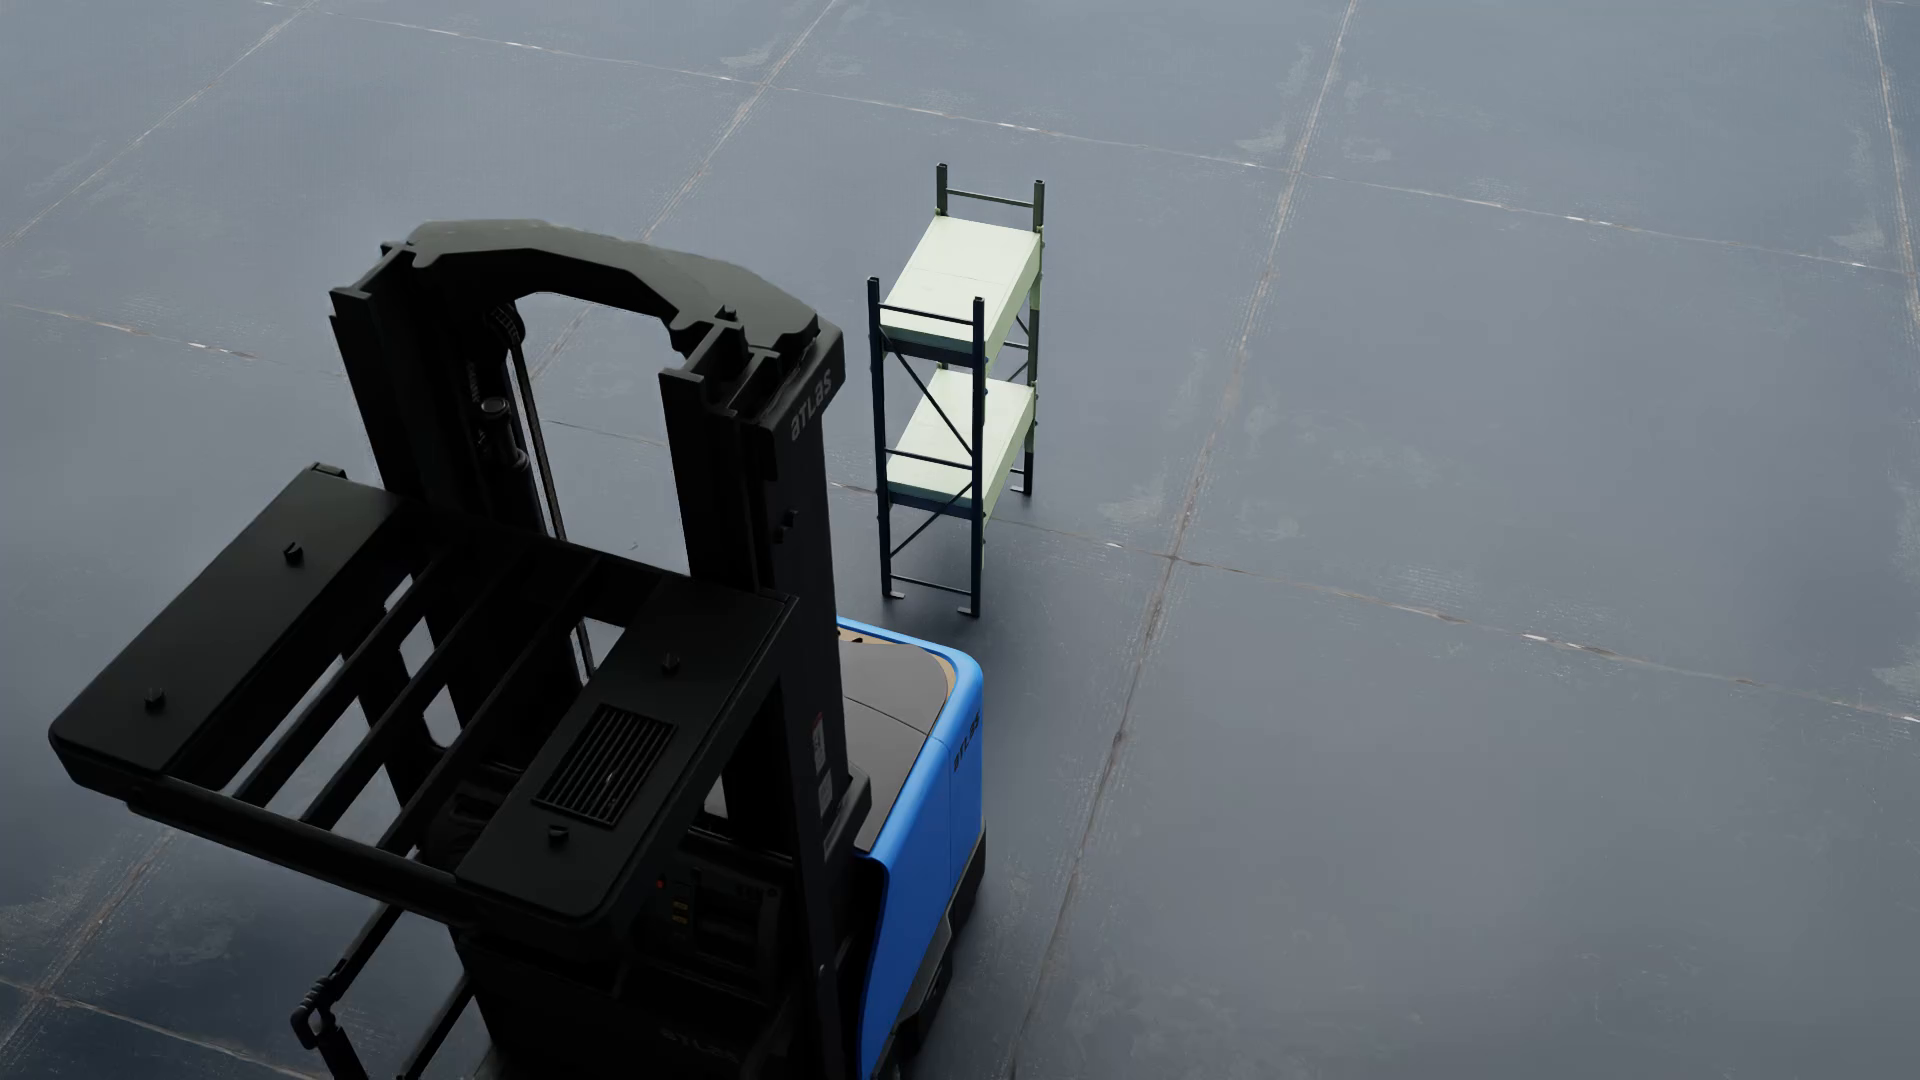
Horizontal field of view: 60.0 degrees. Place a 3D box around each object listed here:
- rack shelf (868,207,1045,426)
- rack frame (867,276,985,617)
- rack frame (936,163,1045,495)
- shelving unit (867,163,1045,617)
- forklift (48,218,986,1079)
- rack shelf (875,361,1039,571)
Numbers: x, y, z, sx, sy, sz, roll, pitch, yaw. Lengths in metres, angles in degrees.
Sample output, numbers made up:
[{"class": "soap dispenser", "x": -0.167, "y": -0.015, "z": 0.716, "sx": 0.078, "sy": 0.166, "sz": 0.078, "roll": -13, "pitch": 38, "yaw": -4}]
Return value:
[{"class": "rack shelf", "x": -0.002, "y": -0.811, "z": 5.948, "sx": 0.431, "sy": 0.370, "sz": 0.720, "roll": 13, "pitch": 46, "yaw": 12}, {"class": "rack frame", "x": -0.113, "y": -0.288, "z": 5.972, "sx": 0.400, "sy": 1.500, "sz": 0.023, "roll": 13, "pitch": 46, "yaw": 12}, {"class": "rack frame", "x": 0.109, "y": -0.776, "z": 6.470, "sx": 0.400, "sy": 1.500, "sz": 0.023, "roll": 13, "pitch": 46, "yaw": 12}, {"class": "shelving unit", "x": -0.002, "y": -0.532, "z": 6.221, "sx": 0.431, "sy": 1.500, "sz": 0.755, "roll": 13, "pitch": 46, "yaw": 12}, {"class": "forklift", "x": -0.912, "y": 0.906, "z": 3.728, "sx": 1.130, "sy": 2.935, "sz": 3.031, "roll": 15, "pitch": 46, "yaw": 15}, {"class": "rack shelf", "x": -0.002, "y": -0.299, "z": 6.449, "sx": 0.431, "sy": 0.370, "sz": 0.720, "roll": 13, "pitch": 46, "yaw": 12}]
